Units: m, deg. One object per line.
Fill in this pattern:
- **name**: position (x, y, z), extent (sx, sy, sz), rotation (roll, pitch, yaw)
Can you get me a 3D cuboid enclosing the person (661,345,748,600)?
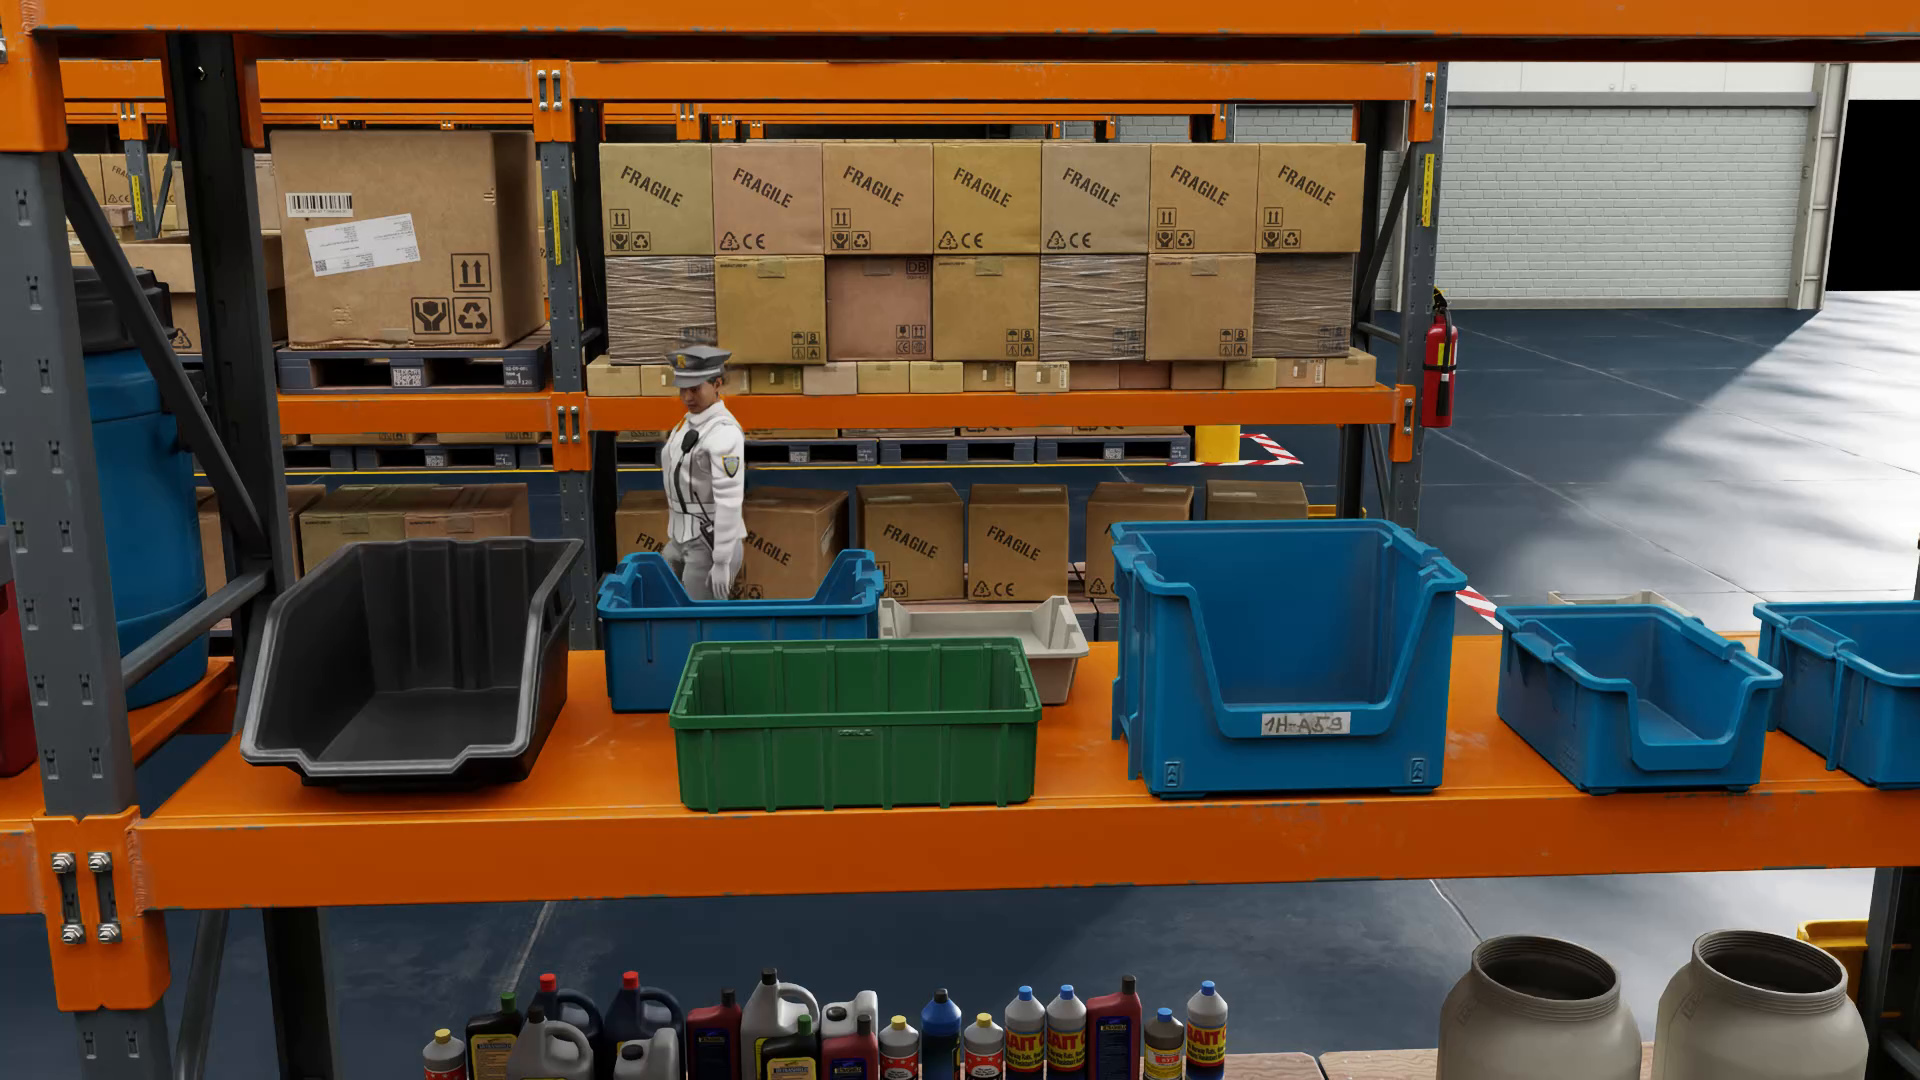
- **person**: position (-1.016, 0.045, 6.707), extent (0.488, 1.665, 0.498), rotation (-7, 15, -25)
